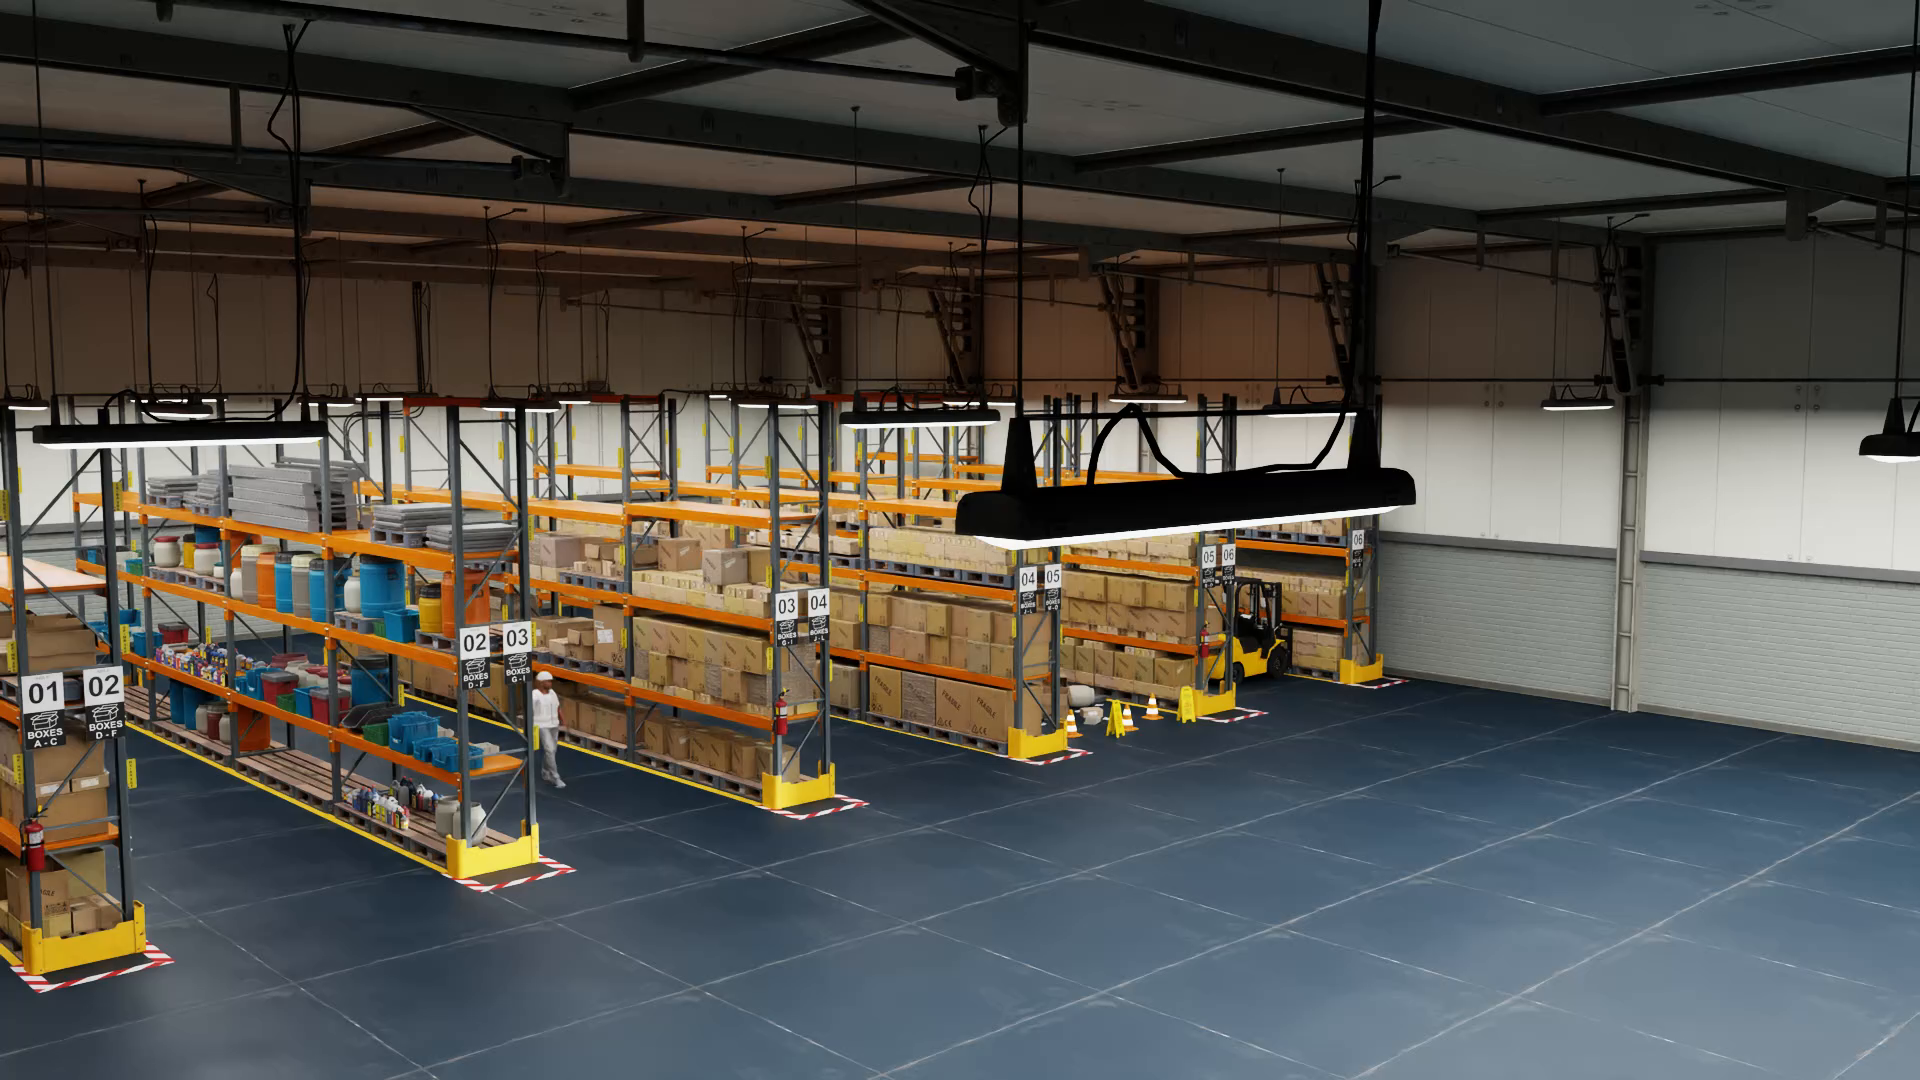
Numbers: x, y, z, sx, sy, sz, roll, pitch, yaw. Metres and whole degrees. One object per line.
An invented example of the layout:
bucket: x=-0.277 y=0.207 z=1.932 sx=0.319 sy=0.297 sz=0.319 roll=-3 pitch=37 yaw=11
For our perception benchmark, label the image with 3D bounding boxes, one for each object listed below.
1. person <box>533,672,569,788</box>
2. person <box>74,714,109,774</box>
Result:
person: x=-6.373 y=2.957 z=26.047 sx=0.766 sy=1.769 sz=0.600 roll=4 pitch=7 yaw=33
person: x=-13.727 y=2.990 z=26.256 sx=0.443 sy=1.576 sz=0.442 roll=-3 pitch=6 yaw=-29
